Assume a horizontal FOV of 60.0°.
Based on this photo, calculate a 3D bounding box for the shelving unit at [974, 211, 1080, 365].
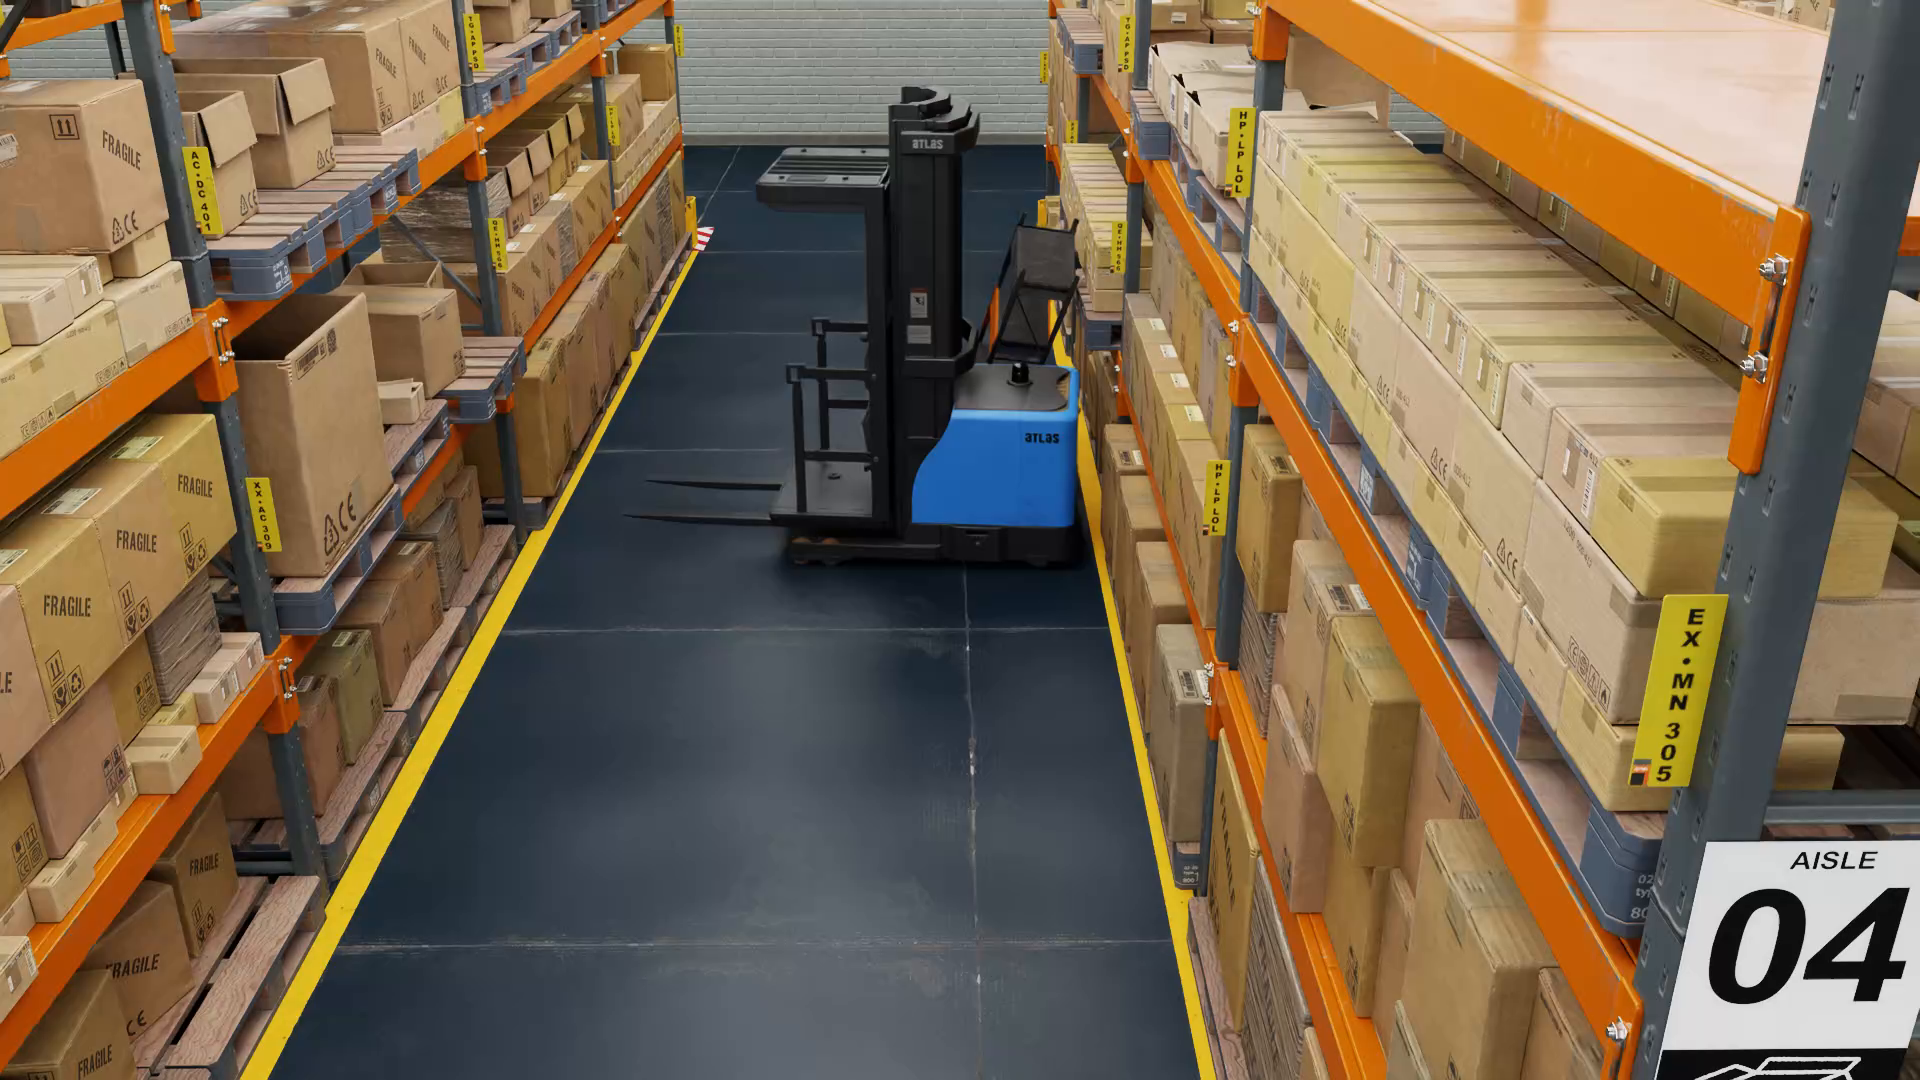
[{"bbox_3d":[0.414,-1.506,12.125,0.431,2.100,0.503,7,61,-9],"label":"shelving unit"}]

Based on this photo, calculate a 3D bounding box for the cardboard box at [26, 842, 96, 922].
[{"bbox_3d":[-3.089,1.118,5.442,0.380,0.149,0.250,0,24,-1],"label":"cardboard box"}]

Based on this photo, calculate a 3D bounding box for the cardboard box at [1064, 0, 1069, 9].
[{"bbox_3d":[1.212,-4.893,14.971,0.500,0.250,0.500,-1,24,-1],"label":"cardboard box"}]

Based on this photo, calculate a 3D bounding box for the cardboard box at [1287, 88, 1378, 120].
[{"bbox_3d":[1.766,-1.997,7.917,0.396,0.266,0.258,0,24,-1],"label":"cardboard box"}]

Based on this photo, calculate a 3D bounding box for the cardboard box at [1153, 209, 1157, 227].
[{"bbox_3d":[1.705,-2.465,12.856,0.380,0.149,0.250,-1,24,-3],"label":"cardboard box"}]

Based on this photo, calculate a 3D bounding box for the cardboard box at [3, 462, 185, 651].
[{"bbox_3d":[-3.100,0.052,5.799,0.500,0.500,0.500,0,24,-1],"label":"cardboard box"}]

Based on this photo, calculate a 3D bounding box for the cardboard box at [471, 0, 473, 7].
[{"bbox_3d":[-3.606,-3.560,11.210,0.500,0.500,0.500,1,24,2],"label":"cardboard box"}]

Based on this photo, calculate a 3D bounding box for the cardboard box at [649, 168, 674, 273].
[{"bbox_3d":[-3.420,-3.231,16.823,0.875,0.875,0.875,0,24,-1],"label":"cardboard box"}]

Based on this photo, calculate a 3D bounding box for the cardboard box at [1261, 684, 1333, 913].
[{"bbox_3d":[1.507,0.851,5.546,0.875,0.550,0.550,0,24,-1],"label":"cardboard box"}]

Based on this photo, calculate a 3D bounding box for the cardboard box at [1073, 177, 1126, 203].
[{"bbox_3d":[1.047,-2.629,12.497,0.380,0.149,0.250,1,24,1],"label":"cardboard box"}]

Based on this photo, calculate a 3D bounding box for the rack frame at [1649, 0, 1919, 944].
[{"bbox_3d":[1.618,-0.767,2.027,1.000,3.000,0.127,0,24,-1],"label":"rack frame"}]

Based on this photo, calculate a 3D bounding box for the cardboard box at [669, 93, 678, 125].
[{"bbox_3d":[-3.247,-4.515,17.414,0.500,0.250,0.500,-1,24,-1],"label":"cardboard box"}]

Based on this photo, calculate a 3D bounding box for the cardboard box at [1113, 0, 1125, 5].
[{"bbox_3d":[1.232,-3.787,11.293,0.396,0.266,0.258,0,24,-1],"label":"cardboard box"}]

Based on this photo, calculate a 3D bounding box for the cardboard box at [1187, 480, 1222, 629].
[{"bbox_3d":[1.301,0.058,7.359,0.500,0.500,0.500,0,24,-1],"label":"cardboard box"}]

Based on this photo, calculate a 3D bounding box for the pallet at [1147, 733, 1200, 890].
[{"bbox_3d":[1.491,1.271,8.184,1.003,0.211,1.213,0,24,-1],"label":"pallet"}]

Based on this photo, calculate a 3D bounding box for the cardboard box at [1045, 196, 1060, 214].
[{"bbox_3d":[1.109,-3.573,17.738,0.380,0.149,0.250,-1,24,-3],"label":"cardboard box"}]

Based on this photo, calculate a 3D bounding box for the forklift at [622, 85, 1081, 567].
[{"bbox_3d":[-0.721,-1.390,10.767,3.031,2.935,1.130,2,24,4],"label":"forklift"}]

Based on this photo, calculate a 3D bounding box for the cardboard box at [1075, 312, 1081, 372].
[{"bbox_3d":[1.230,-1.725,13.949,0.500,0.500,0.500,1,24,1],"label":"cardboard box"}]

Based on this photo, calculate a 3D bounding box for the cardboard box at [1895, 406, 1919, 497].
[{"bbox_3d":[1.931,-0.129,2.961,0.380,0.149,0.250,0,24,0],"label":"cardboard box"}]

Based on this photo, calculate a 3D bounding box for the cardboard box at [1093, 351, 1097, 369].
[{"bbox_3d":[1.255,-1.423,12.369,0.500,0.250,0.500,0,24,1],"label":"cardboard box"}]

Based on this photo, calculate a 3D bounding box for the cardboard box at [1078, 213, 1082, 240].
[{"bbox_3d":[1.054,-2.276,12.076,0.380,0.149,0.250,0,24,1],"label":"cardboard box"}]

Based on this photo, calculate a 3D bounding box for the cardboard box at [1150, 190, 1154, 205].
[{"bbox_3d":[1.700,-2.705,13.024,0.380,0.149,0.250,-1,24,-2],"label":"cardboard box"}]

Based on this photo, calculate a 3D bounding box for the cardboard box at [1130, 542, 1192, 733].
[{"bbox_3d":[1.471,0.499,8.728,1.050,0.750,0.750,0,24,-1],"label":"cardboard box"}]

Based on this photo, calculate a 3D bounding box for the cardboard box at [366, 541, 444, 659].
[{"bbox_3d":[-3.371,0.327,9.387,0.700,0.500,0.500,2,24,4],"label":"cardboard box"}]

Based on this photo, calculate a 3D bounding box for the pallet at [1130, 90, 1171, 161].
[{"bbox_3d":[1.591,-2.346,9.386,1.213,0.211,1.003,1,24,2],"label":"pallet"}]

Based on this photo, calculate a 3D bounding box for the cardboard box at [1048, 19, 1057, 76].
[{"bbox_3d":[1.183,-5.077,17.141,0.500,0.500,0.500,0,24,-1],"label":"cardboard box"}]

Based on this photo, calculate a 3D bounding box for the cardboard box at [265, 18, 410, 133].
[{"bbox_3d":[-3.168,-2.379,8.502,0.500,0.500,0.500,0,24,0],"label":"cardboard box"}]

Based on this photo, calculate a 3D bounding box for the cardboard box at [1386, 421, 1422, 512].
[{"bbox_3d":[1.262,-0.182,4.046,0.380,0.149,0.250,0,24,0],"label":"cardboard box"}]

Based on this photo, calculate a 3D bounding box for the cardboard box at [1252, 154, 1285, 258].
[{"bbox_3d":[1.300,-1.150,5.703,0.500,0.250,0.500,0,24,0],"label":"cardboard box"}]

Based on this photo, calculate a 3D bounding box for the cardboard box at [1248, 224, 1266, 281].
[{"bbox_3d":[1.238,-1.020,5.899,0.380,0.149,0.250,-1,24,-1],"label":"cardboard box"}]

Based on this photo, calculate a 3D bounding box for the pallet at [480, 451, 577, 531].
[{"bbox_3d":[-3.363,-0.404,11.888,1.003,0.211,1.213,0,24,-1],"label":"pallet"}]

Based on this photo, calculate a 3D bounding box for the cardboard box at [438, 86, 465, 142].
[{"bbox_3d":[-3.180,-2.453,9.576,0.500,0.250,0.500,0,24,0],"label":"cardboard box"}]

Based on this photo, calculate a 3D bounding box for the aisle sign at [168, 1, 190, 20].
[{"bbox_3d":[-8.178,-5.839,17.367,0.394,0.787,0.004,0,24,-1],"label":"aisle sign"}]

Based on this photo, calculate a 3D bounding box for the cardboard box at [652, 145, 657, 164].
[{"bbox_3d":[-3.168,-3.757,16.221,0.380,0.149,0.250,0,24,0],"label":"cardboard box"}]

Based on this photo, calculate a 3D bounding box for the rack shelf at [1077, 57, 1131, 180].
[{"bbox_3d":[1.509,-3.193,11.904,1.077,0.370,4.000,0,24,-1],"label":"rack shelf"}]

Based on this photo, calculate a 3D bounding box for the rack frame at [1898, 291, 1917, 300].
[{"bbox_3d":[6.479,-1.394,10.693,1.000,3.000,0.127,0,24,-1],"label":"rack frame"}]

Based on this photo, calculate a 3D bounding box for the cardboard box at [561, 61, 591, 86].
[{"bbox_3d":[-3.765,-4.437,16.331,0.500,0.500,0.500,-1,24,-2],"label":"cardboard box"}]

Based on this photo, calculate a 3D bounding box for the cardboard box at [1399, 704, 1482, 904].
[{"bbox_3d":[1.684,0.795,4.360,0.875,0.550,0.550,0,24,-1],"label":"cardboard box"}]

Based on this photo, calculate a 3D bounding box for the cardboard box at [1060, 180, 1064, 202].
[{"bbox_3d":[1.031,-2.891,13.798,0.380,0.149,0.250,-1,24,-3],"label":"cardboard box"}]

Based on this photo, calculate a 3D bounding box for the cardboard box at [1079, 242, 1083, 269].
[{"bbox_3d":[1.058,-2.030,11.895,0.380,0.149,0.250,-1,24,-3],"label":"cardboard box"}]

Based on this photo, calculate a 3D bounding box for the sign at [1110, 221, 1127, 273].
[{"bbox_3d":[0.988,-1.816,10.315,0.100,0.325,0.005,0,24,-1],"label":"sign"}]

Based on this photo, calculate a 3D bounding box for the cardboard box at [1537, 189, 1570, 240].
[{"bbox_3d":[1.909,-0.968,4.816,0.380,0.149,0.250,0,24,0],"label":"cardboard box"}]

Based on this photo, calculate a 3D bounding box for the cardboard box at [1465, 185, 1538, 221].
[{"bbox_3d":[1.842,-0.943,5.245,0.500,0.250,0.500,0,24,-1],"label":"cardboard box"}]

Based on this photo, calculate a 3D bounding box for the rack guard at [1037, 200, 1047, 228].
[{"bbox_3d":[1.444,-3.457,18.286,1.175,0.500,0.348,0,24,-1],"label":"rack guard"}]

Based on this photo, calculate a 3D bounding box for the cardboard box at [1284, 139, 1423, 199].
[{"bbox_3d":[1.245,-1.174,5.271,0.380,0.149,0.250,0,24,-1],"label":"cardboard box"}]

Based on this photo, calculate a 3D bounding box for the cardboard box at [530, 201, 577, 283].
[{"bbox_3d":[-3.184,-2.226,12.411,0.500,0.500,0.500,0,24,0],"label":"cardboard box"}]

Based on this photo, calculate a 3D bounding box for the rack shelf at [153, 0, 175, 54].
[{"bbox_3d":[-3.408,-2.749,7.767,1.077,0.370,4.000,0,24,-1],"label":"rack shelf"}]

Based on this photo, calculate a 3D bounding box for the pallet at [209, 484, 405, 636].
[{"bbox_3d":[-3.249,0.070,7.687,1.003,0.211,1.213,0,24,-1],"label":"pallet"}]

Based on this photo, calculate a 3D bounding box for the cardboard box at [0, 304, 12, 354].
[{"bbox_3d":[-3.135,-0.615,5.028,0.380,0.149,0.250,1,24,1],"label":"cardboard box"}]

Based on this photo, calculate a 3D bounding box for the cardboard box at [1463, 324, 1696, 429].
[{"bbox_3d":[1.266,-0.339,3.425,0.380,0.149,0.250,0,24,0],"label":"cardboard box"}]

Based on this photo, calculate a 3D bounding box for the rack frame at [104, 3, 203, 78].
[{"bbox_3d":[-8.470,-4.624,17.834,1.000,3.000,0.127,0,24,-1],"label":"rack frame"}]

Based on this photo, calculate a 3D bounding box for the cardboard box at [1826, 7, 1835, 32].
[{"bbox_3d":[6.114,-3.457,11.267,0.396,0.266,0.258,-1,24,-2],"label":"cardboard box"}]

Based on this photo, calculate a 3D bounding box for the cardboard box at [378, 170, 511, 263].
[{"bbox_3d":[-3.422,-2.154,11.033,0.797,0.503,0.637,1,24,1],"label":"cardboard box"}]

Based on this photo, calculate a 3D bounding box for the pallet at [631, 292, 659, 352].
[{"bbox_3d":[-3.404,-2.041,15.507,1.003,0.211,1.213,0,24,-1],"label":"pallet"}]
